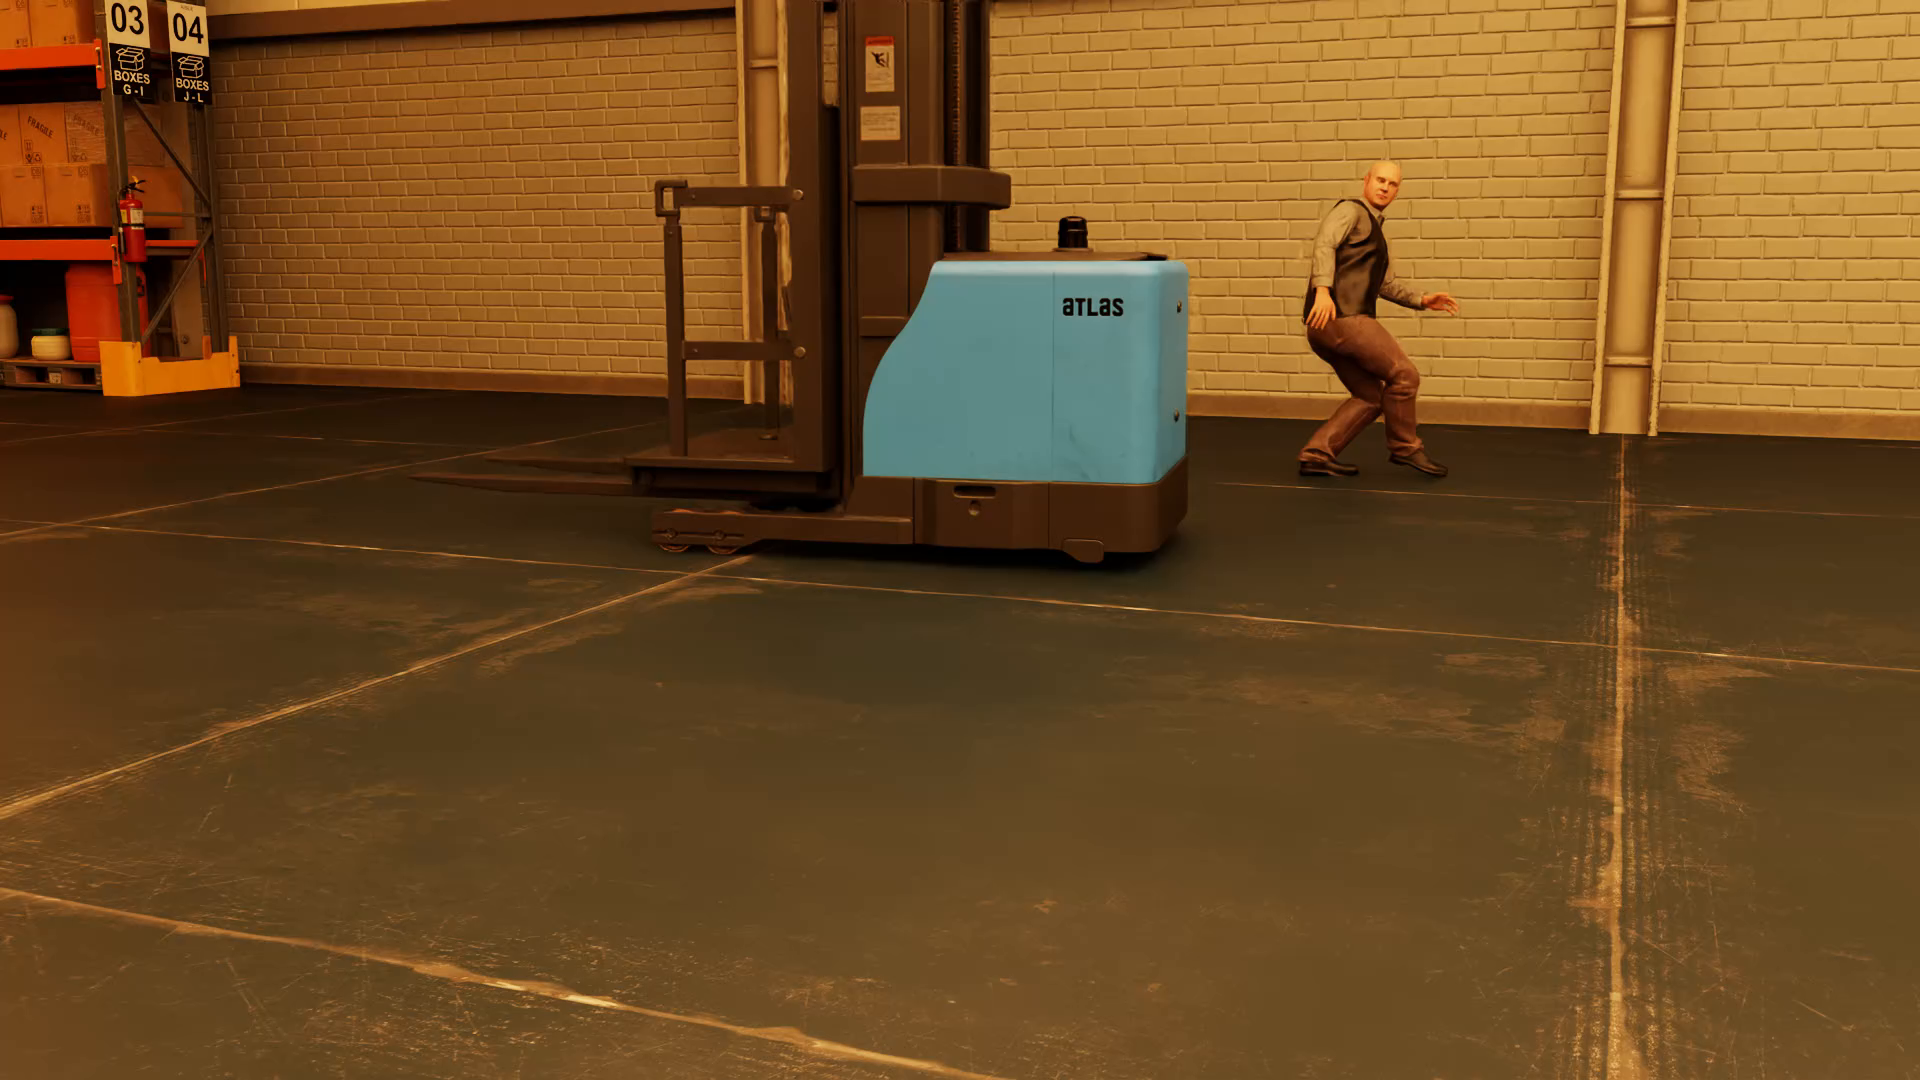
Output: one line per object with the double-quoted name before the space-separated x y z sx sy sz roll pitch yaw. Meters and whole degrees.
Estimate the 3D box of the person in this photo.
"person" 2.068 -1.070 8.175 0.762 1.567 0.748 1 10 8

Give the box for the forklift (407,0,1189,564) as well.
"forklift" -0.665 -1.471 6.391 3.031 2.935 1.130 2 10 14
